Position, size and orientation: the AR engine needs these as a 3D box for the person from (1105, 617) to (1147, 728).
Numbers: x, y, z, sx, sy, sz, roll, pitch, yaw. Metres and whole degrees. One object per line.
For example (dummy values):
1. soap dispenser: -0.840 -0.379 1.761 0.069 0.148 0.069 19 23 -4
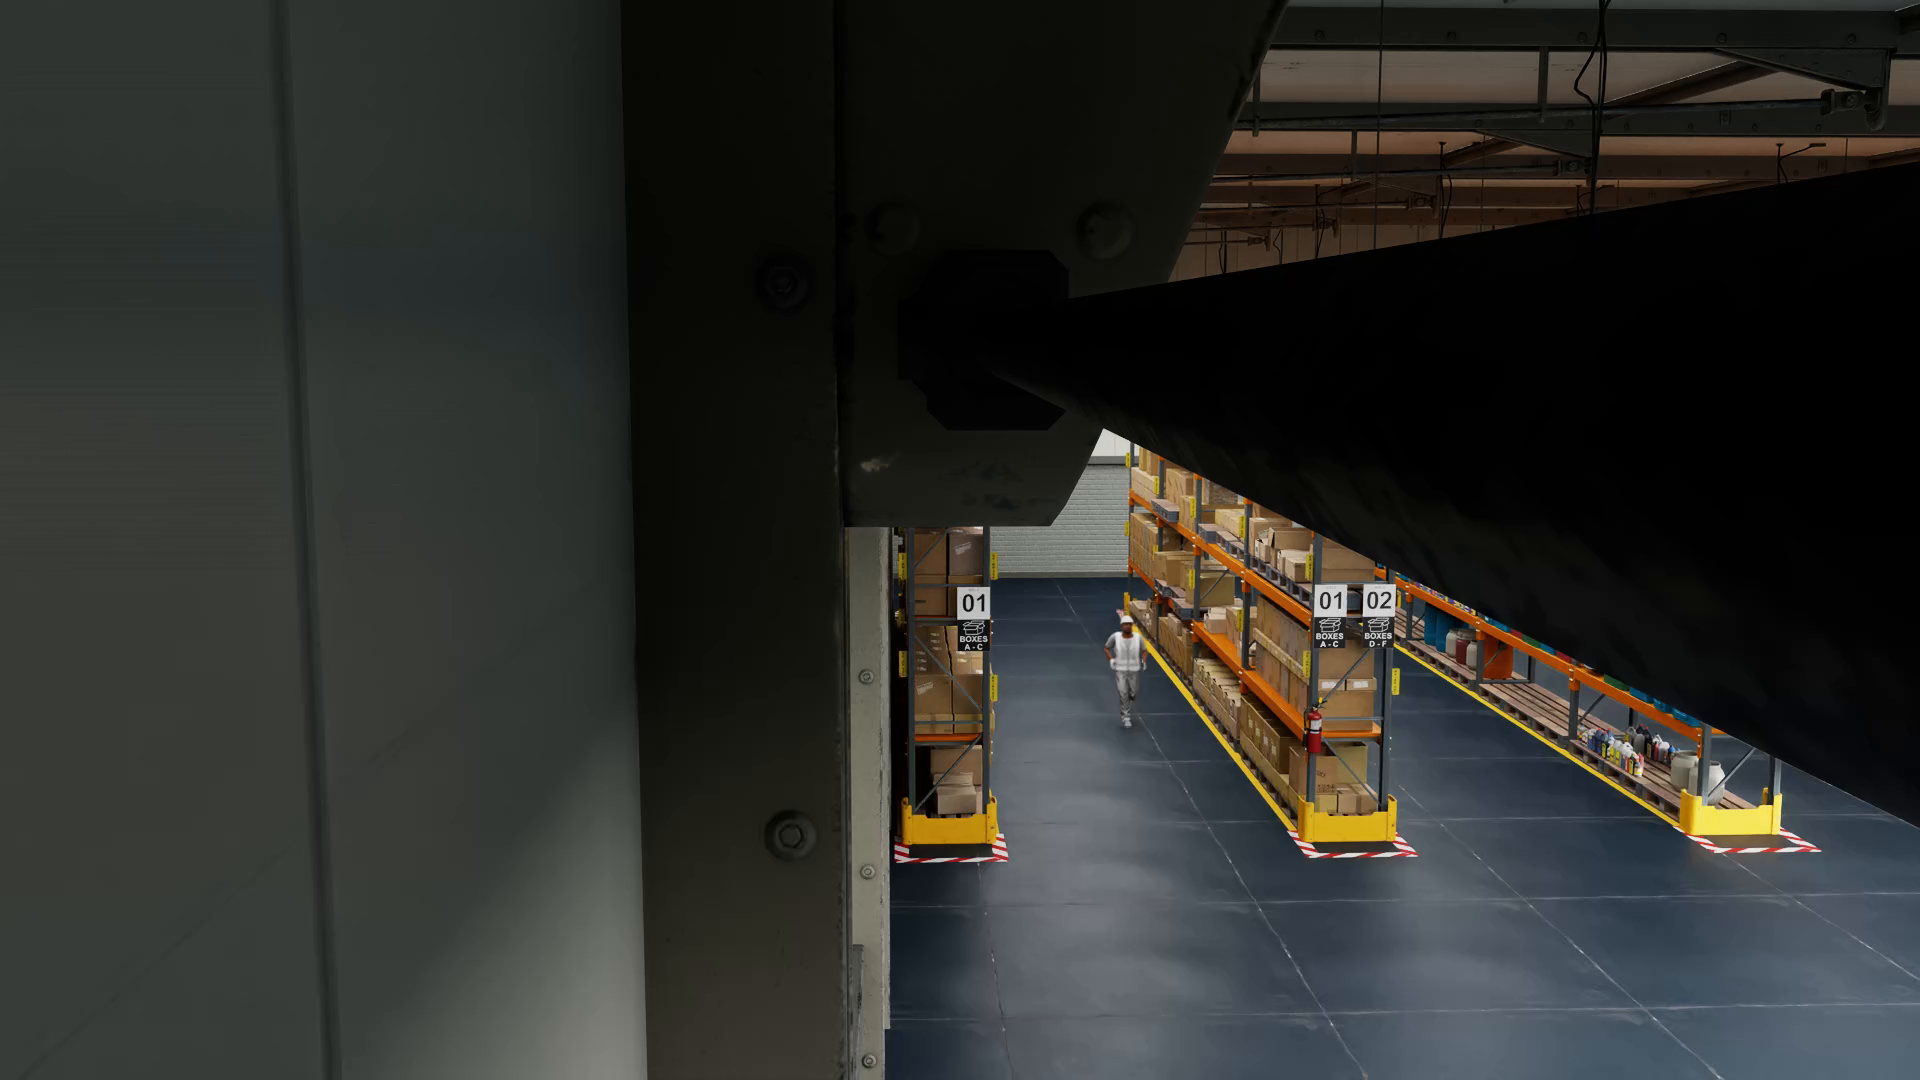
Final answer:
1. person: 2.653 2.085 26.534 0.682 1.747 0.690 0 7 -2
